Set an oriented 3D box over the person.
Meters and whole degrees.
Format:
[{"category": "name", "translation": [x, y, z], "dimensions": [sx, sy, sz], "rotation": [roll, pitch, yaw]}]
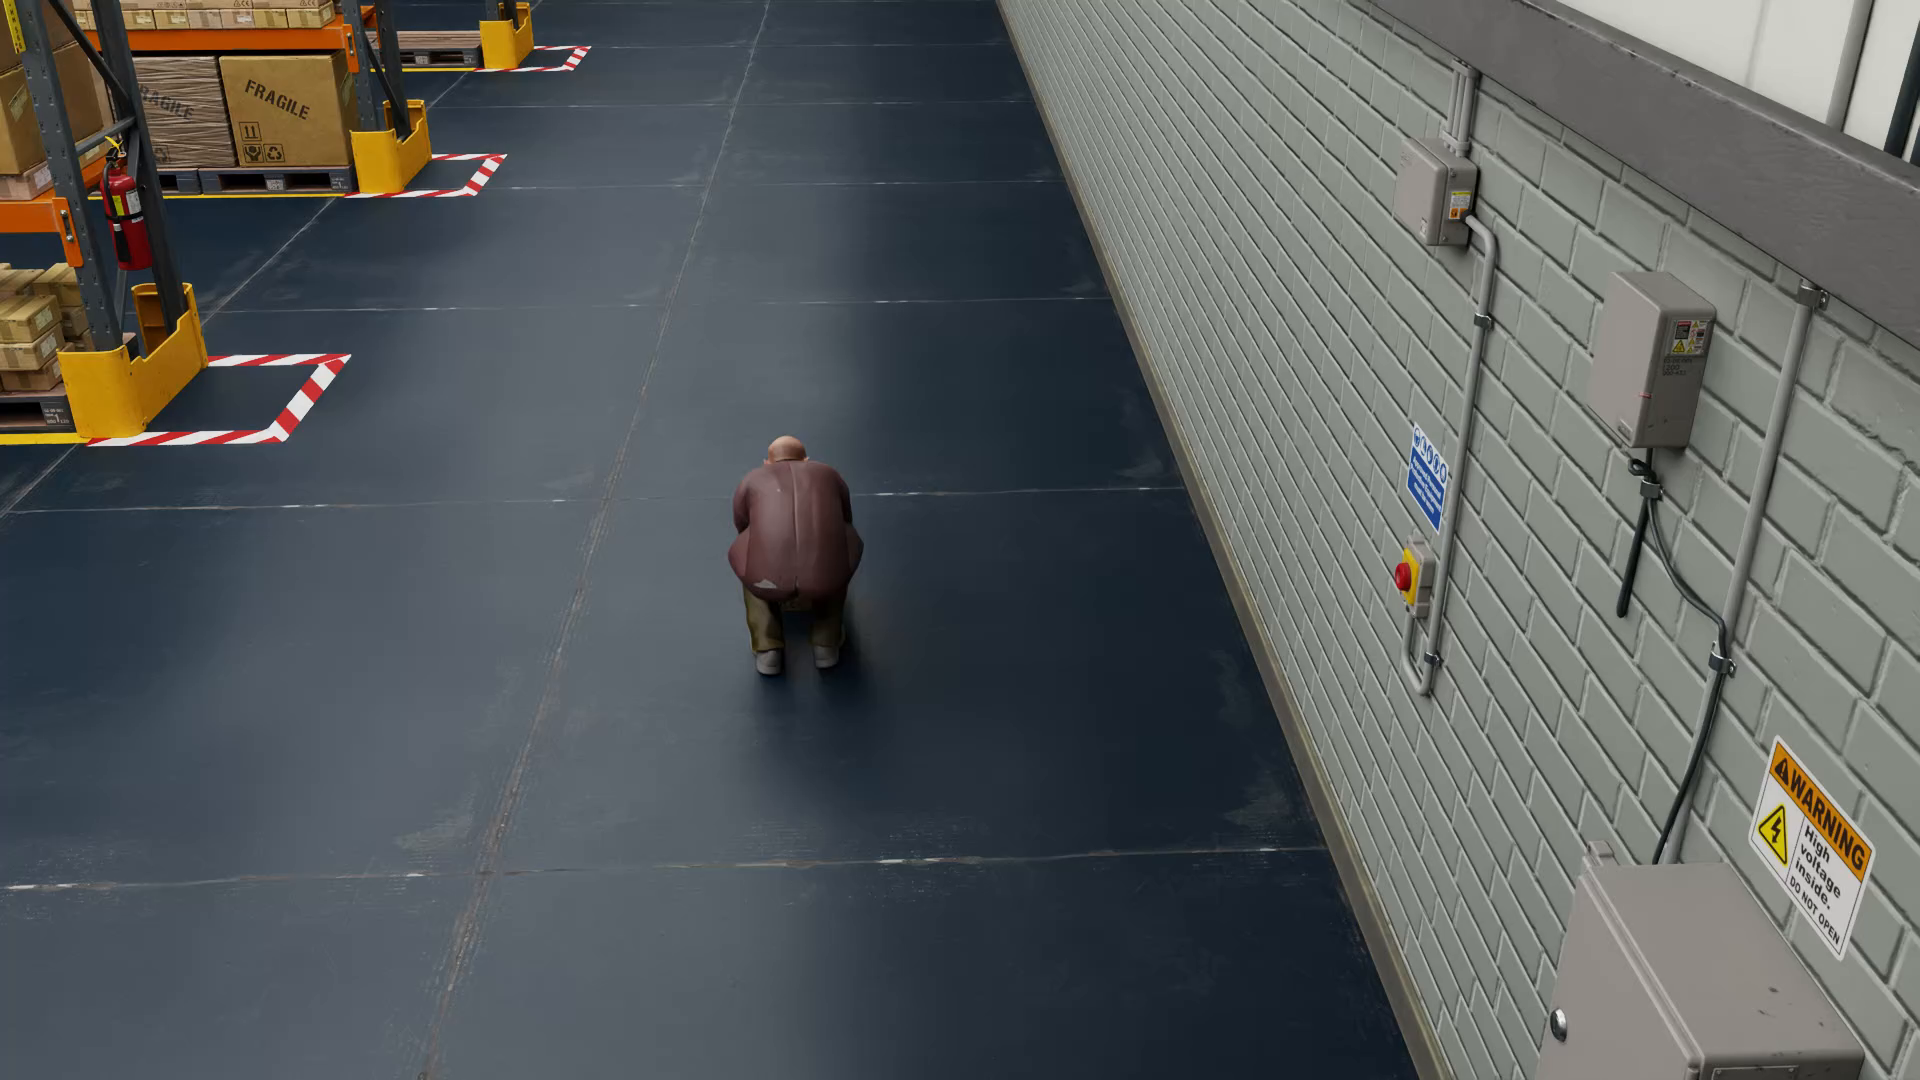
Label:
[{"category": "person", "translation": [-0.694, 0.082, 7.081], "dimensions": [0.574, 0.807, 0.939], "rotation": [-2, 27, -4]}]
